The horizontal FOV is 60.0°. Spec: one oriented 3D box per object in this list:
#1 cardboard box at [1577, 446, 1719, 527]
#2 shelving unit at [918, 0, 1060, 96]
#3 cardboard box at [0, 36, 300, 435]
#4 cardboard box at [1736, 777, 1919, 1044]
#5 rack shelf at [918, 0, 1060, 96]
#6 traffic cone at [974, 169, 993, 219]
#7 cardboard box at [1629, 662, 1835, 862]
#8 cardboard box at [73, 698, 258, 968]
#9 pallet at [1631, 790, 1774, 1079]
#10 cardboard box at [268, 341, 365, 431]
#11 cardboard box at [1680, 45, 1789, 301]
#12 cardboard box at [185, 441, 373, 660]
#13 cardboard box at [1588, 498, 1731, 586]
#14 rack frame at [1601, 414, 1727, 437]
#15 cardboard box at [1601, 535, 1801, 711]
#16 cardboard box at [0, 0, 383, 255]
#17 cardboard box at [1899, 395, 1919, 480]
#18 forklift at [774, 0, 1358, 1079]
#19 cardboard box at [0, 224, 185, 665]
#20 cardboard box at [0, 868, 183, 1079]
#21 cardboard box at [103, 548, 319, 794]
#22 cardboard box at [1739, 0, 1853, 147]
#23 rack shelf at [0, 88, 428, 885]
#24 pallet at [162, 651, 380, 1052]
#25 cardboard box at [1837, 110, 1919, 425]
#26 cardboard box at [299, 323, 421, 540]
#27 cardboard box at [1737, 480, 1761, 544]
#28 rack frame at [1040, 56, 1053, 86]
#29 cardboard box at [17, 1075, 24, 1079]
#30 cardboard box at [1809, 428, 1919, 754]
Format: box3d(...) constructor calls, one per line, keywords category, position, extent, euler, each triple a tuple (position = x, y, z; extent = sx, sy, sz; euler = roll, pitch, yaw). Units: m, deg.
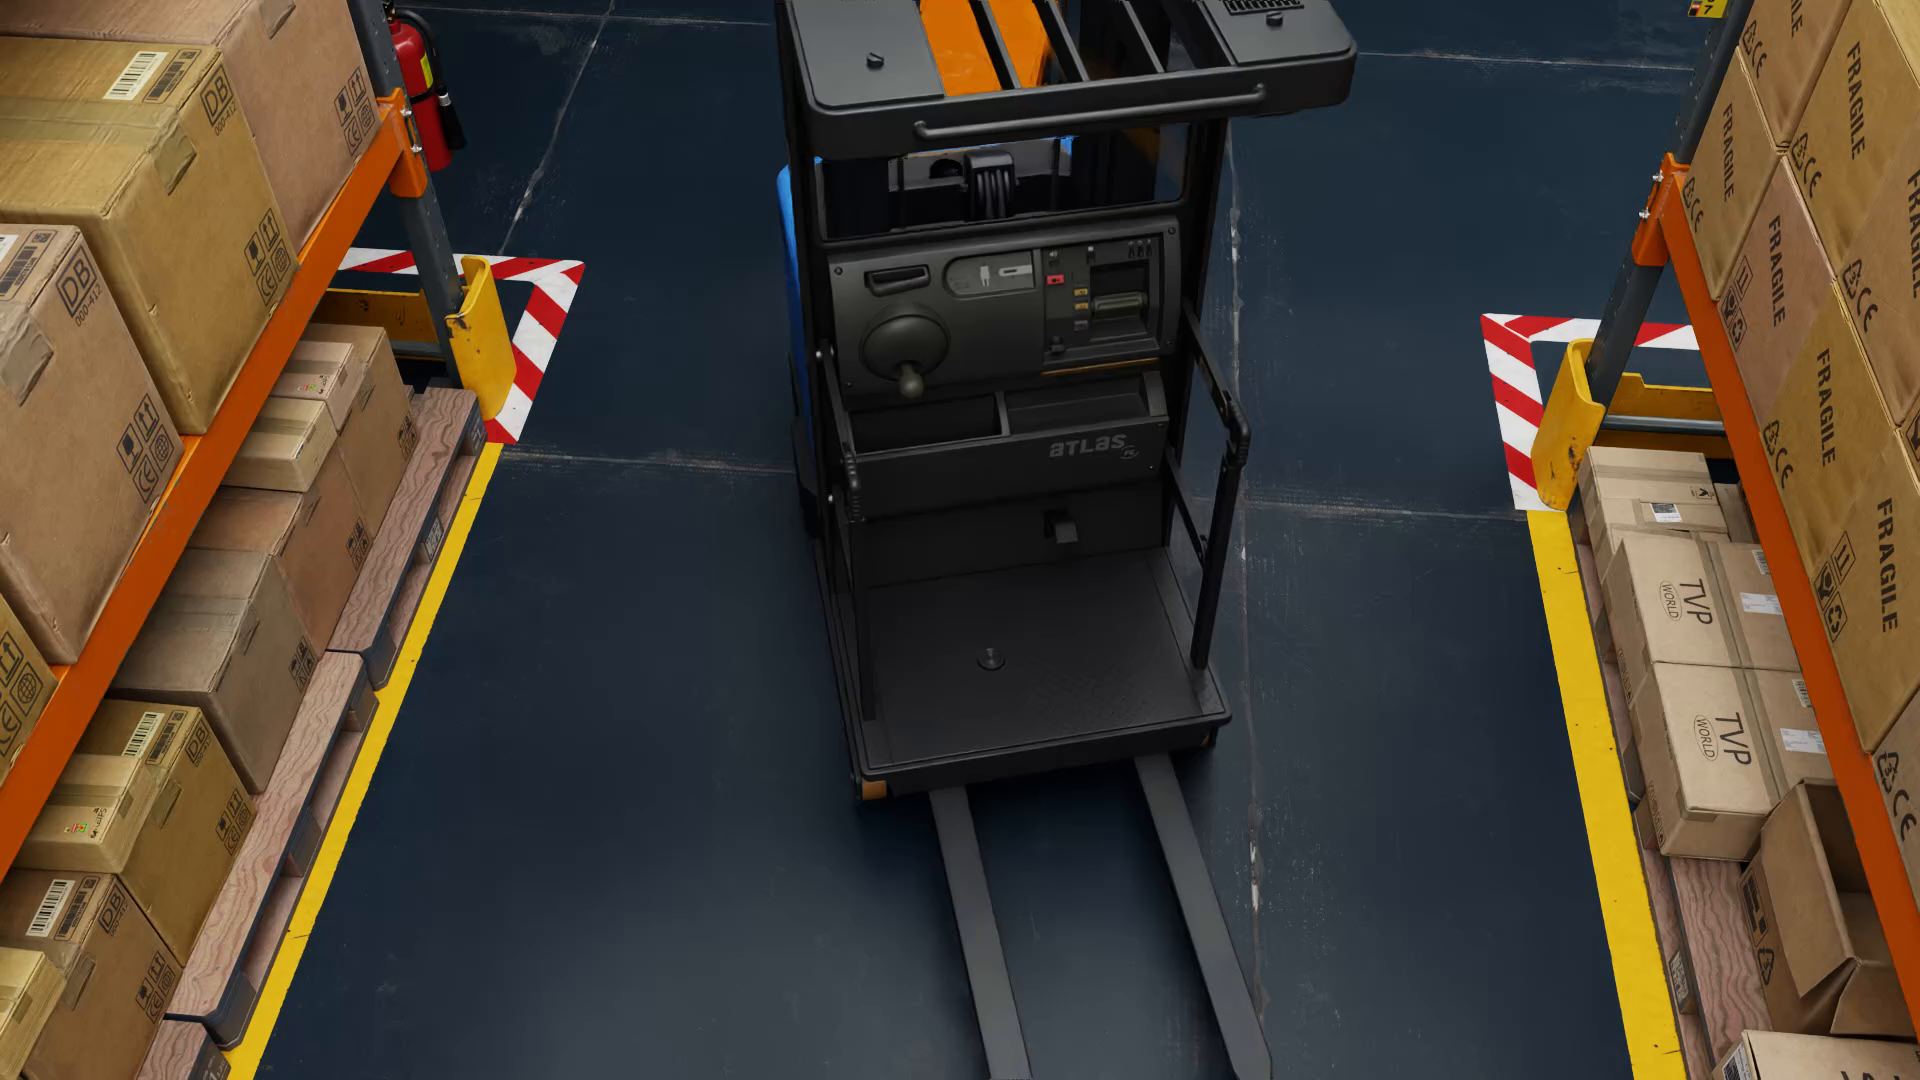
box3d(category="cardboard box", position=(2.270, -0.164, 5.501), extent=(0.380, 0.149, 0.250), euler=(4, 48, 4))
box3d(category="shelving unit", position=(0.041, -1.469, 6.331), extent=(0.538, 1.125, 1.048), euler=(6, 48, 6))
box3d(category="cardboard box", position=(-2.375, -0.783, 4.230), extent=(0.980, 0.700, 0.700), euler=(4, 48, 3))
box3d(category="cardboard box", position=(2.452, 0.990, 4.205), extent=(0.797, 0.503, 0.637), euler=(4, 48, 4))
box3d(category="rack shelf", position=(0.041, -1.666, 6.115), extent=(0.538, 0.278, 1.000), euler=(6, 48, 6))
box3d(category="traffic cone", position=(0.046, -0.582, 4.814), extent=(0.139, 1.202, 0.309), euler=(4, 48, 4))
box3d(category="cardboard box", position=(2.227, 0.633, 4.704), extent=(0.500, 0.250, 0.500), euler=(4, 48, 4))
box3d(category="cardboard box", position=(-2.379, 0.760, 4.431), extent=(0.700, 0.500, 0.500), euler=(5, 48, 4))
box3d(category="pallet", position=(2.458, 1.215, 4.496), extent=(1.003, 0.211, 1.213), euler=(4, 48, 4))
box3d(category="cardboard box", position=(-2.078, -0.482, 5.128), extent=(0.380, 0.149, 0.250), euler=(3, 48, 3))
box3d(category="cardboard box", position=(2.347, -0.988, 4.553), extent=(0.500, 0.500, 0.500), euler=(5, 48, 4))
box3d(category="cardboard box", position=(-2.293, -0.002, 5.128), extent=(0.700, 0.500, 0.500), euler=(4, 48, 3))
box3d(category="cardboard box", position=(2.247, 0.014, 5.326), extent=(0.380, 0.166, 0.250), euler=(4, 48, 4))
box3d(category="rack frame", position=(2.647, -1.262, 4.872), extent=(0.949, 2.616, 0.053), euler=(4, 48, 4))
box3d(category="cardboard box", position=(2.273, 0.265, 5.040), extent=(0.500, 0.250, 0.500), euler=(4, 48, 4))
box3d(category="cardboard box", position=(-2.320, -1.318, 4.720), extent=(0.980, 0.700, 0.700), euler=(6, 48, 5))
box3d(category="cardboard box", position=(2.211, -0.200, 3.155), extent=(0.500, 0.500, 0.500), euler=(3, 48, 3))
box3d(category="forklift", position=(0.169, -0.508, 4.228), extent=(1.130, 2.935, 3.031), euler=(-8, 48, -7))
box3d(category="cardboard box", position=(-2.453, -0.223, 3.718), extent=(0.980, 0.700, 0.700), euler=(2, 48, 2))
box3d(category="cardboard box", position=(-2.428, 1.137, 4.087), extent=(0.700, 0.500, 0.500), euler=(3, 48, 3))
box3d(category="cardboard box", position=(-2.338, 0.368, 4.790), extent=(0.700, 0.500, 0.500), euler=(2, 48, 2))
box3d(category="cardboard box", position=(2.347, -1.325, 4.184), extent=(0.500, 0.500, 0.500), euler=(5, 48, 5))
box3d(category="rack shelf", position=(-2.465, 0.120, 4.095), extent=(1.077, 0.370, 4.000), euler=(4, 48, 4))
box3d(category="pallet", position=(-2.392, 0.835, 4.843), extent=(1.003, 0.211, 1.213), euler=(4, 48, 4))
box3d(category="cardboard box", position=(2.257, -0.573, 3.496), extent=(0.500, 0.500, 0.500), euler=(4, 48, 4))
box3d(category="cardboard box", position=(-2.247, -0.370, 5.465), extent=(0.700, 0.500, 0.500), euler=(4, 48, 4))
box3d(category="cardboard box", position=(2.846, -0.151, 5.251), extent=(0.500, 0.500, 0.500), euler=(4, 48, 4))
box3d(category="rack frame", position=(0.118, -1.840, 6.670), extent=(0.500, 1.125, 0.032), euler=(6, 48, 6))
box3d(category="cardboard box", position=(-2.477, 1.506, 3.749), extent=(0.700, 0.500, 0.500), euler=(4, 48, 4))
box3d(category="cardboard box", position=(2.210, 0.128, 3.533), extent=(0.500, 0.500, 0.500), euler=(4, 48, 4))
